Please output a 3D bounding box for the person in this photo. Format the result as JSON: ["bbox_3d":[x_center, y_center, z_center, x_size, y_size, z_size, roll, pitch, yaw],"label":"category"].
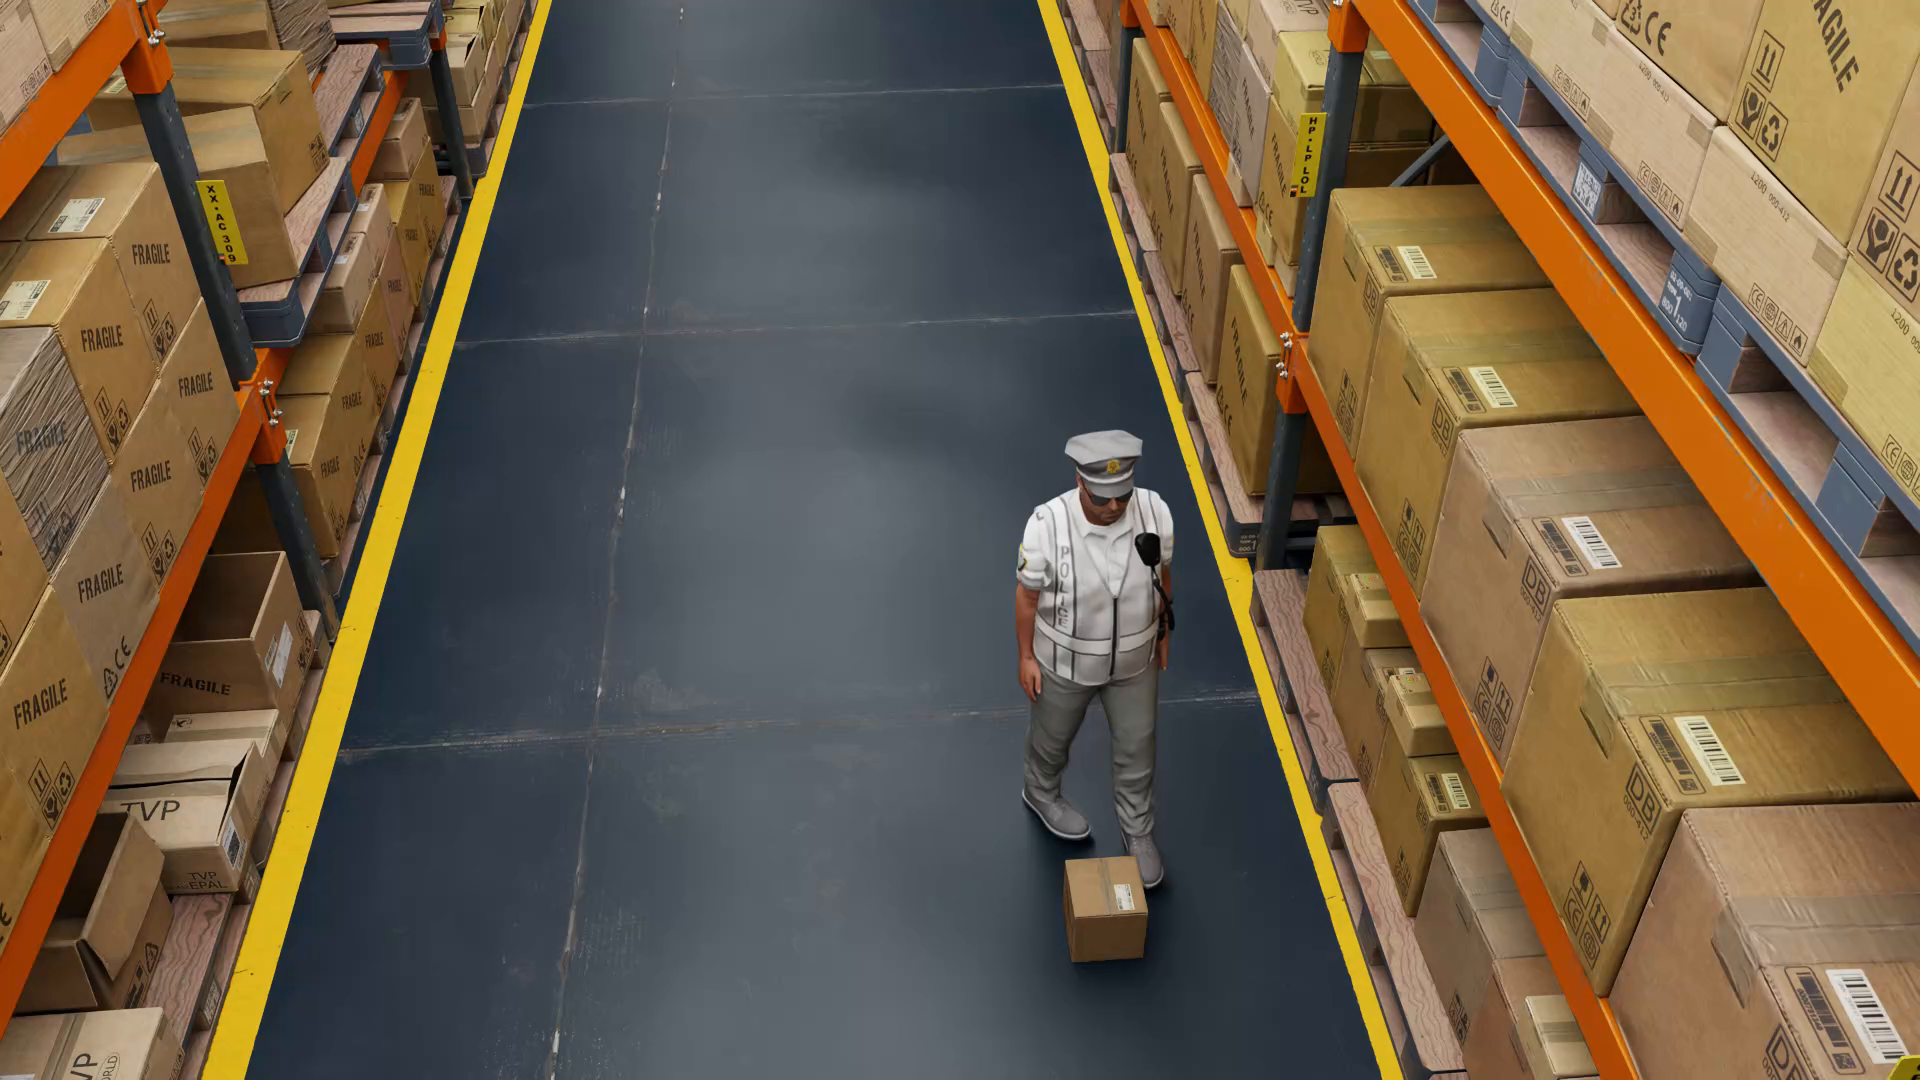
[{"bbox_3d":[0.490,0.427,5.606,0.555,1.754,0.590,-9,40,-11],"label":"person"}]
